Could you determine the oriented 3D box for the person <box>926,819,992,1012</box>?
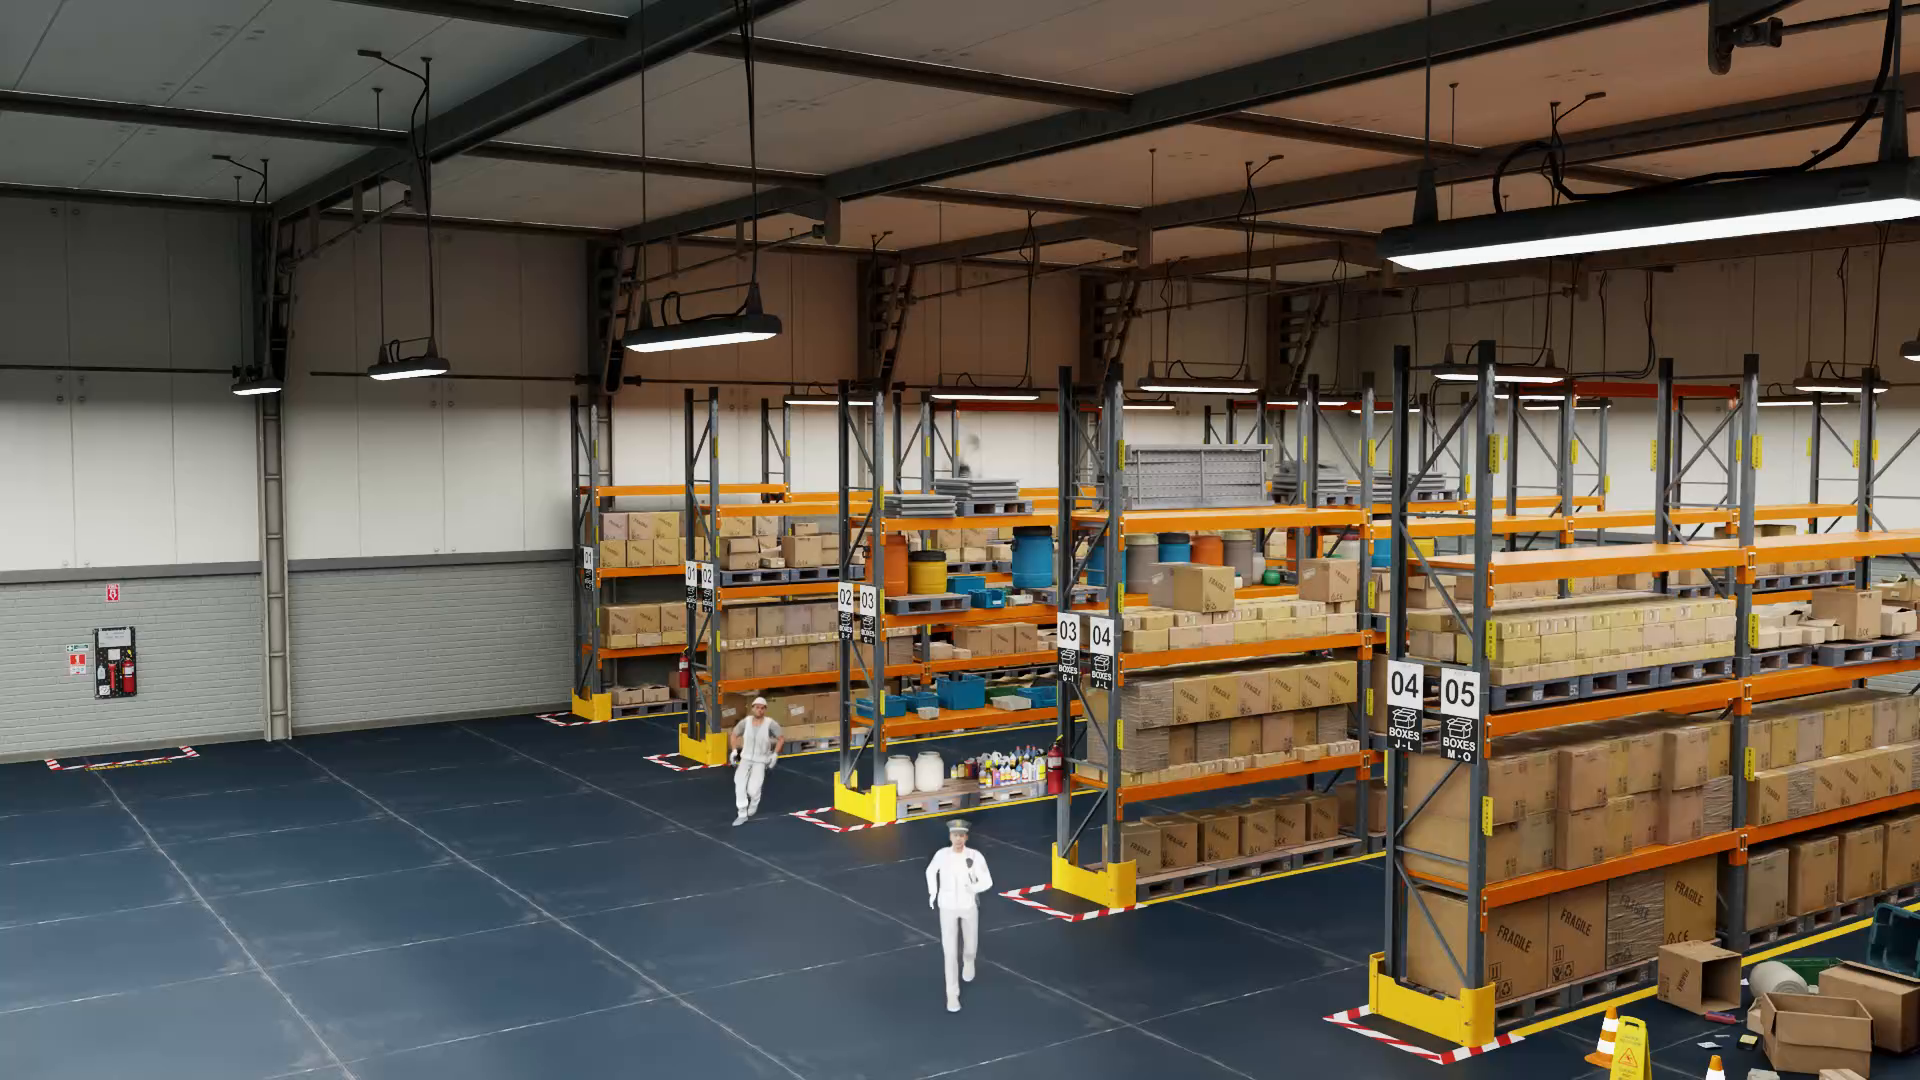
[{"bbox_3d":[-0.014,3.390,15.322,0.622,1.666,0.906,0,3,2],"label":"person"}]

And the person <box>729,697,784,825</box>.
[{"bbox_3d":[-2.749,2.969,22.319,0.711,1.729,0.546,0,3,8],"label":"person"}]
